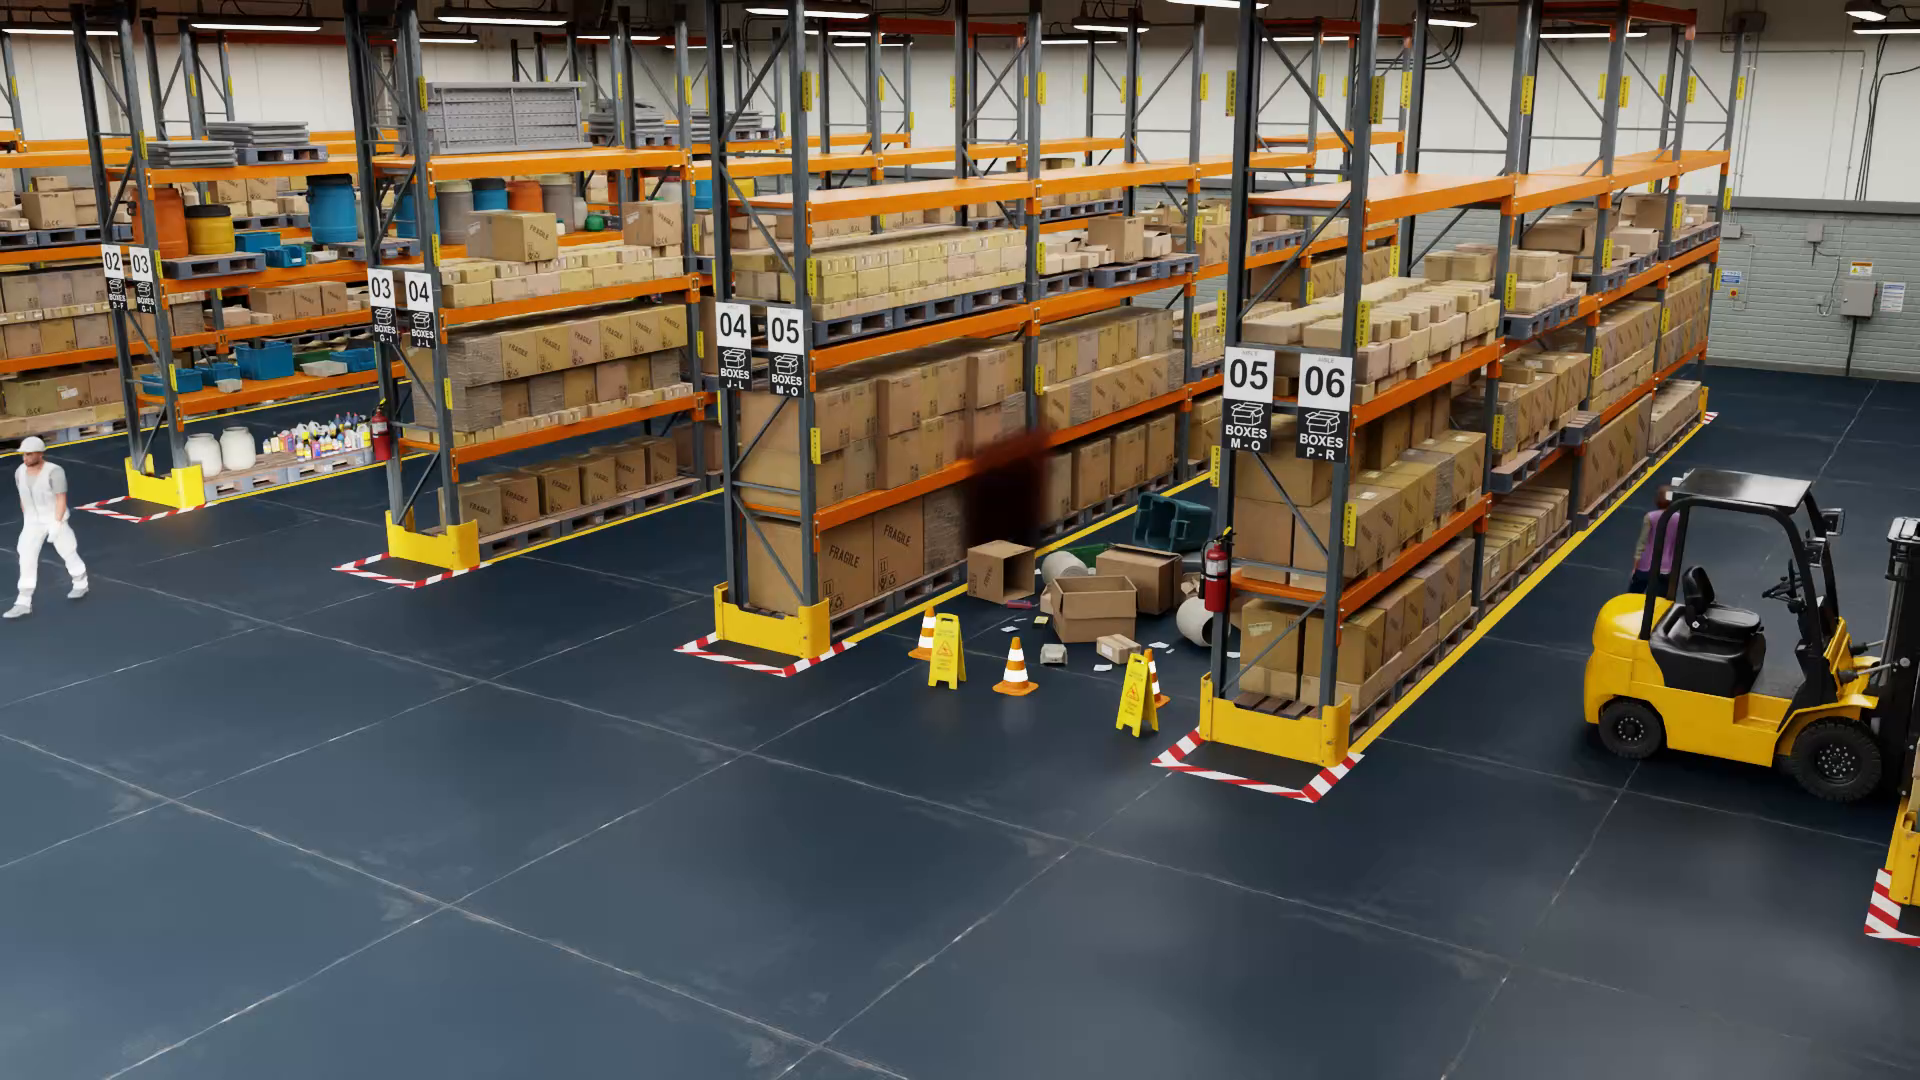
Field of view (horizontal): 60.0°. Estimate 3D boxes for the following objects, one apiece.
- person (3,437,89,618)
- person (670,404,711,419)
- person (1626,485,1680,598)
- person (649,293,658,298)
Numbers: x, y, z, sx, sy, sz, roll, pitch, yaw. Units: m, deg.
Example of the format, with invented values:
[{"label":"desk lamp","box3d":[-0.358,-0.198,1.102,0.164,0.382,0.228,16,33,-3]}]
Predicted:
[{"label":"person","box3d":[-9.105,-0.171,16.481,0.561,1.729,0.995,0,16,0]},{"label":"person","box3d":[-4.290,-2.759,26.088,0.462,1.593,1.001,12,20,37]},{"label":"person","box3d":[6.356,0.296,15.191,0.440,1.616,0.362,3,16,10]},{"label":"person","box3d":[-6.060,-4.554,32.529,0.459,1.644,0.492,-3,16,-12]}]
